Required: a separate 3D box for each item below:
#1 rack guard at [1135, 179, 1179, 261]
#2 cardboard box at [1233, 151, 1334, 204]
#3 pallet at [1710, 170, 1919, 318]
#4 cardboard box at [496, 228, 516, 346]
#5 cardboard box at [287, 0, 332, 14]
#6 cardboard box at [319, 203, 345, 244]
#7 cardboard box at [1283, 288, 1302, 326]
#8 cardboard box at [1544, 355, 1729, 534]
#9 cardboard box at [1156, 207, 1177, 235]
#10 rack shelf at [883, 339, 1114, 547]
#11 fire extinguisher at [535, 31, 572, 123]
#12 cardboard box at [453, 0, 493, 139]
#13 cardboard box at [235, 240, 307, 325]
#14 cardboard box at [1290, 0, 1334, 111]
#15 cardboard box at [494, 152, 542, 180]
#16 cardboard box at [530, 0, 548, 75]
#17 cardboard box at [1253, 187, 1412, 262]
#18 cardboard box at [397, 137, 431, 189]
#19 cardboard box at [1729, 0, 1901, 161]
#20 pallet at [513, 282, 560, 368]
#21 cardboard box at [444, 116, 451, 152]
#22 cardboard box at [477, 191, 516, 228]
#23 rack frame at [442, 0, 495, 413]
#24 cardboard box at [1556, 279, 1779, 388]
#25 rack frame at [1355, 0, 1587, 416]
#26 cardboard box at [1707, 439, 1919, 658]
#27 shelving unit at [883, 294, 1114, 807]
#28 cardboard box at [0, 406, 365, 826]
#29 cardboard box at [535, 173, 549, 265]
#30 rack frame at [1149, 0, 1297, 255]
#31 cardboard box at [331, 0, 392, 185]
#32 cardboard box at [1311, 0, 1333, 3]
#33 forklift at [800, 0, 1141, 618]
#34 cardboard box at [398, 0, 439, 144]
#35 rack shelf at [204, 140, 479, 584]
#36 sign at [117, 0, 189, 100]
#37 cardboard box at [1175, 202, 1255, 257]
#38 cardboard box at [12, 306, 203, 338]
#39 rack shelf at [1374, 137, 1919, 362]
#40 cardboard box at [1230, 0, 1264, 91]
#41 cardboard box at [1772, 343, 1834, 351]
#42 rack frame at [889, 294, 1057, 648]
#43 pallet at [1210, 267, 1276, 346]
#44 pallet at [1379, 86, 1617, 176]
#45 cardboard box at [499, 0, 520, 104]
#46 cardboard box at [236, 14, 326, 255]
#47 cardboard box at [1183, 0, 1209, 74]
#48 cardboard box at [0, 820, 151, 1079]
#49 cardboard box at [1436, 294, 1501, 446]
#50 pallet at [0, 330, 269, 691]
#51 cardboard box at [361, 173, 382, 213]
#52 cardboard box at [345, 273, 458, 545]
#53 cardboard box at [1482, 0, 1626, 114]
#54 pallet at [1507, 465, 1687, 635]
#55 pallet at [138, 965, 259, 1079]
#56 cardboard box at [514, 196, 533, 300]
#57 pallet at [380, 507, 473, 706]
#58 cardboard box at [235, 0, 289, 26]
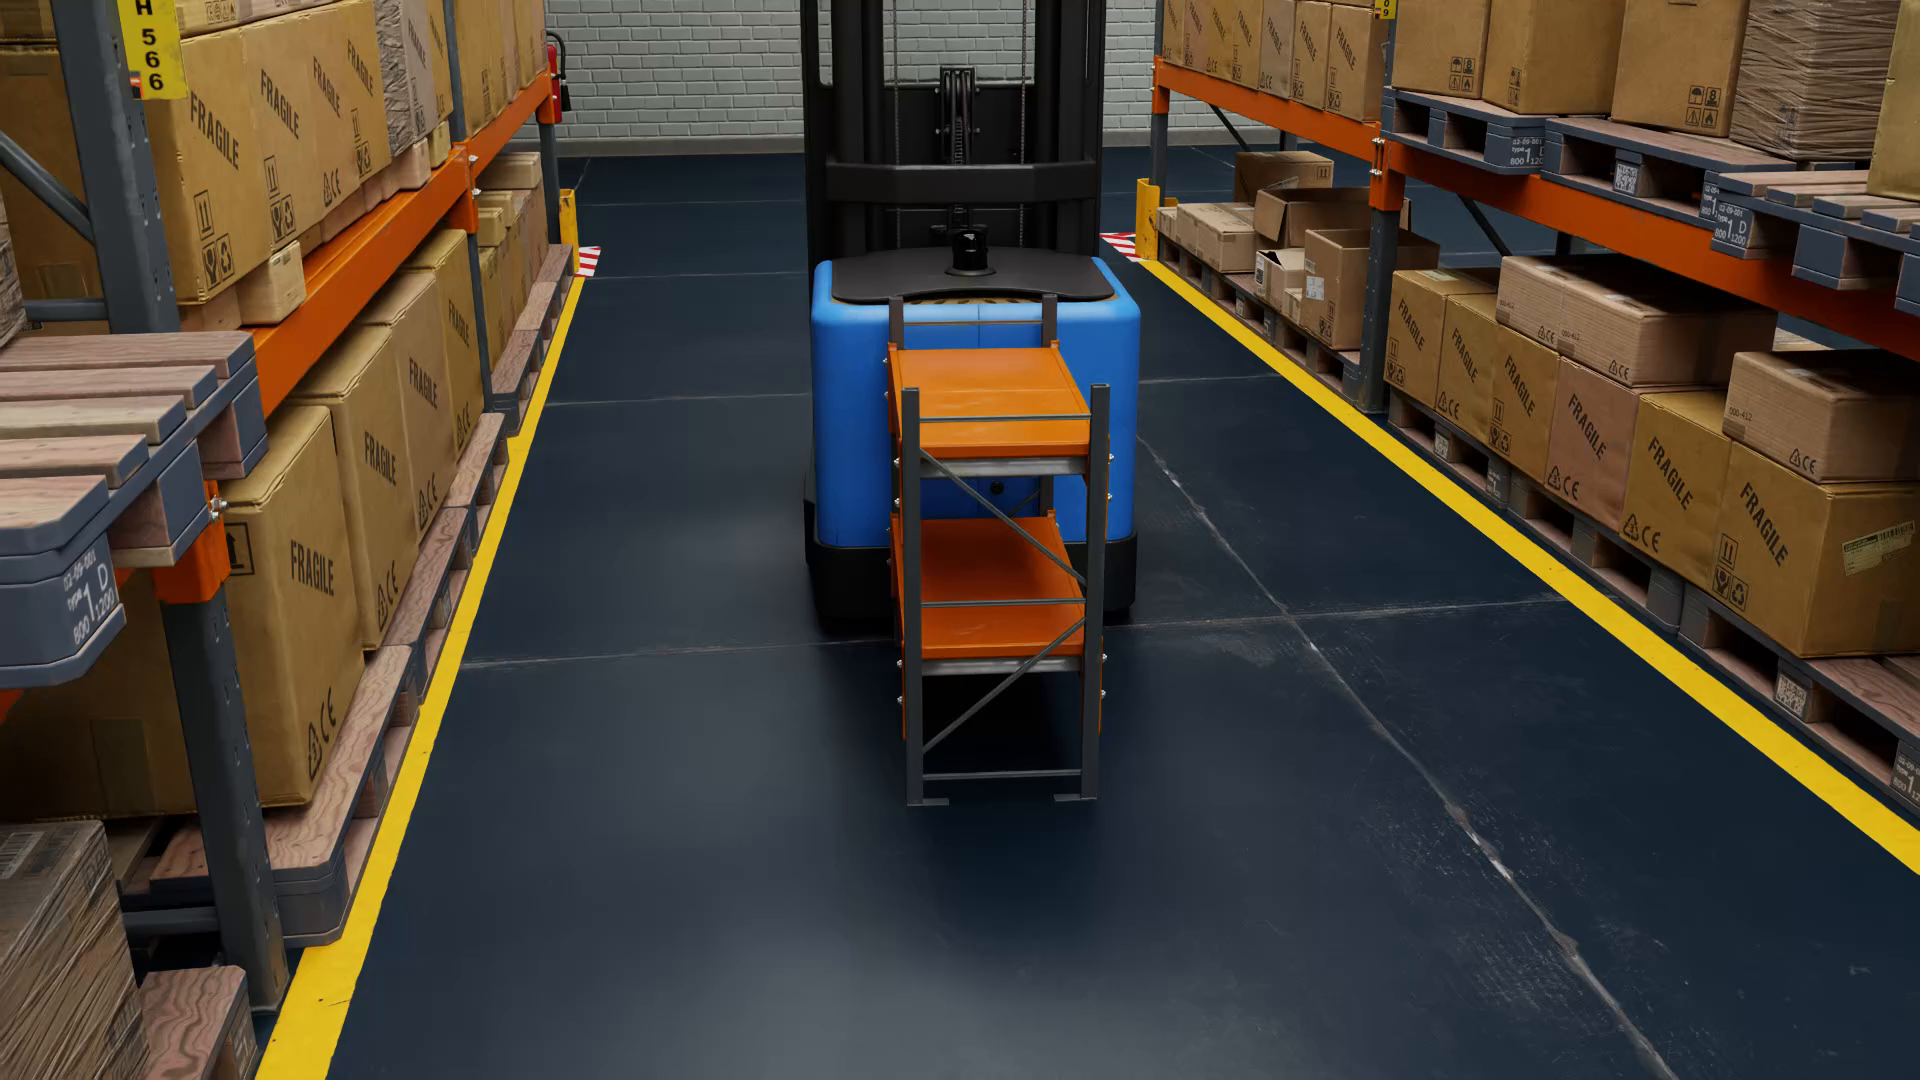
[{"bbox_3d":[1.810,-2.219,11.443,1.175,0.500,0.348,-3,21,-8],"label":"rack guard"},{"bbox_3d":[2.121,-2.275,10.965,0.500,0.500,0.500,-3,21,-8],"label":"cardboard box"},{"bbox_3d":[2.785,-0.788,4.312,1.213,0.211,1.003,-3,21,-8],"label":"pallet"},{"bbox_3d":[-2.602,-1.244,8.232,0.700,0.500,0.500,-3,21,-8],"label":"cardboard box"},{"bbox_3d":[-1.914,-1.471,4.200,0.500,0.250,0.500,-3,21,-7],"label":"cardboard box"},{"bbox_3d":[-2.000,-0.943,4.785,0.380,0.149,0.250,-3,21,-7],"label":"cardboard box"},{"bbox_3d":[1.899,-1.212,8.619,0.380,0.149,0.250,-3,21,-8],"label":"cardboard box"},{"bbox_3d":[2.429,-0.354,5.821,0.500,0.500,0.500,-4,21,-10],"label":"cardboard box"},{"bbox_3d":[1.519,-2.124,11.063,0.380,0.149,0.250,-3,21,-8],"label":"cardboard box"},{"bbox_3d":[0.074,-0.291,4.552,0.538,0.278,1.000,-1,21,-4],"label":"rack shelf"},{"bbox_3d":[-2.668,-3.030,10.684,0.296,0.674,0.183,-3,21,-8],"label":"fire extinguisher"},{"bbox_3d":[-2.588,-2.109,7.148,0.980,0.700,0.700,-3,21,-7],"label":"cardboard box"},{"bbox_3d":[-1.750,-0.597,3.857,0.380,0.149,0.250,-2,21,-6],"label":"cardboard box"},{"bbox_3d":[1.974,-2.417,8.257,0.500,0.500,0.500,-2,21,-6],"label":"cardboard box"},{"bbox_3d":[-2.704,-2.222,9.924,0.380,0.149,0.250,-3,21,-8],"label":"cardboard box"},{"bbox_3d":[-3.019,-3.130,9.879,0.980,0.700,0.700,-2,21,-5],"label":"cardboard box"},{"bbox_3d":[2.099,-1.718,9.468,0.797,0.503,0.637,-3,21,-8],"label":"cardboard box"},{"bbox_3d":[-2.048,-1.302,5.747,0.380,0.149,0.250,-3,21,-8],"label":"cardboard box"},{"bbox_3d":[2.807,-1.429,5.011,0.700,0.500,0.500,1,20,2],"label":"cardboard box"},{"bbox_3d":[-2.737,-1.164,9.032,1.003,0.211,1.213,-3,21,-8],"label":"pallet"},{"bbox_3d":[-2.197,-1.569,6.461,0.380,0.149,0.250,-3,21,-7],"label":"cardboard box"},{"bbox_3d":[-2.477,-1.682,8.479,0.380,0.149,0.250,-4,21,-9],"label":"cardboard box"},{"bbox_3d":[-2.526,-1.780,6.695,1.000,3.000,0.127,-3,21,-8],"label":"rack frame"},{"bbox_3d":[2.421,-0.718,5.724,0.500,0.250,0.500,-3,21,-9],"label":"cardboard box"},{"bbox_3d":[2.375,-2.031,7.368,1.000,3.000,0.127,-3,21,-8],"label":"rack frame"},{"bbox_3d":[2.585,0.007,4.855,0.500,0.500,0.500,-2,21,-6],"label":"cardboard box"},{"bbox_3d":[0.074,-0.017,4.655,0.538,1.125,1.048,-1,21,-4],"label":"shelving unit"},{"bbox_3d":[-1.926,0.154,3.989,0.750,0.750,0.750,-3,21,-8],"label":"cardboard box"},{"bbox_3d":[-2.903,-1.953,10.132,0.700,0.500,0.500,-3,21,-8],"label":"cardboard box"},{"bbox_3d":[1.799,-3.416,11.076,1.000,3.000,0.127,-3,21,-8],"label":"rack frame"},{"bbox_3d":[-1.986,-1.305,4.828,0.500,0.500,0.500,-2,21,-6],"label":"cardboard box"},{"bbox_3d":[1.970,-2.886,8.084,0.500,0.500,0.500,-3,21,-9],"label":"cardboard box"},{"bbox_3d":[-0.042,-1.593,6.291,1.130,2.935,3.031,-1,21,-4],"label":"forklift"},{"bbox_3d":[-2.127,-1.652,5.757,0.500,0.500,0.500,-3,21,-7],"label":"cardboard box"},{"bbox_3d":[-2.238,-0.751,4.967,1.077,0.370,4.000,-3,21,-8],"label":"rack shelf"},{"bbox_3d":[-1.414,-0.931,2.881,0.100,0.325,0.005,-3,21,-8],"label":"sign"},{"bbox_3d":[1.668,-1.959,10.474,0.500,0.250,0.500,-3,21,-8],"label":"cardboard box"},{"bbox_3d":[-1.768,-0.413,3.364,0.380,0.149,0.250,-3,21,-9],"label":"cardboard box"},{"bbox_3d":[2.664,-1.002,5.640,1.077,0.370,4.000,-3,21,-8],"label":"rack shelf"},{"bbox_3d":[1.821,-2.771,9.204,0.500,0.500,0.500,-3,21,-7],"label":"cardboard box"},{"bbox_3d":[2.940,-0.389,5.914,0.500,0.500,0.500,-4,21,-10],"label":"cardboard box"},{"bbox_3d":[0.039,-0.195,5.130,0.500,1.125,0.032,-1,21,-4],"label":"rack frame"},{"bbox_3d":[2.098,-1.386,9.626,1.003,0.211,1.213,-3,21,-8],"label":"pallet"},{"bbox_3d":[2.382,-1.659,6.646,1.003,0.211,1.213,-3,21,-8],"label":"pallet"},{"bbox_3d":[-2.803,-2.614,8.498,0.980,0.700,0.700,-4,21,-10],"label":"cardboard box"},{"bbox_3d":[-1.833,-0.954,3.886,0.500,0.500,0.500,-2,21,-6],"label":"cardboard box"},{"bbox_3d":[1.681,-3.118,10.134,0.500,0.500,0.500,-3,21,-8],"label":"cardboard box"},{"bbox_3d":[-1.794,0.816,2.687,0.700,0.500,0.500,-3,21,-7],"label":"cardboard box"},{"bbox_3d":[2.292,-0.703,6.754,0.500,0.500,0.500,-3,21,-7],"label":"cardboard box"},{"bbox_3d":[-1.741,-0.064,2.375,1.213,0.211,1.003,-3,21,-8],"label":"pallet"},{"bbox_3d":[-2.058,-1.127,5.277,0.380,0.149,0.250,-3,21,-9],"label":"cardboard box"},{"bbox_3d":[-2.173,-0.444,5.589,0.750,0.750,0.750,-2,21,-6],"label":"cardboard box"},{"bbox_3d":[2.384,-1.865,6.178,0.700,0.500,0.500,0,20,1],"label":"cardboard box"},{"bbox_3d":[2.709,-0.022,5.973,1.003,0.211,1.213,-3,21,-8],"label":"pallet"},{"bbox_3d":[-1.838,1.182,2.751,1.003,0.211,1.213,-3,21,-8],"label":"pallet"},{"bbox_3d":[-2.758,-1.606,9.202,0.700,0.500,0.500,-4,21,-10],"label":"cardboard box"},{"bbox_3d":[-2.161,0.213,5.345,1.003,0.211,1.213,-3,21,-8],"label":"pallet"},{"bbox_3d":[-1.838,-1.298,3.737,0.500,0.250,0.500,-3,21,-9],"label":"cardboard box"}]
